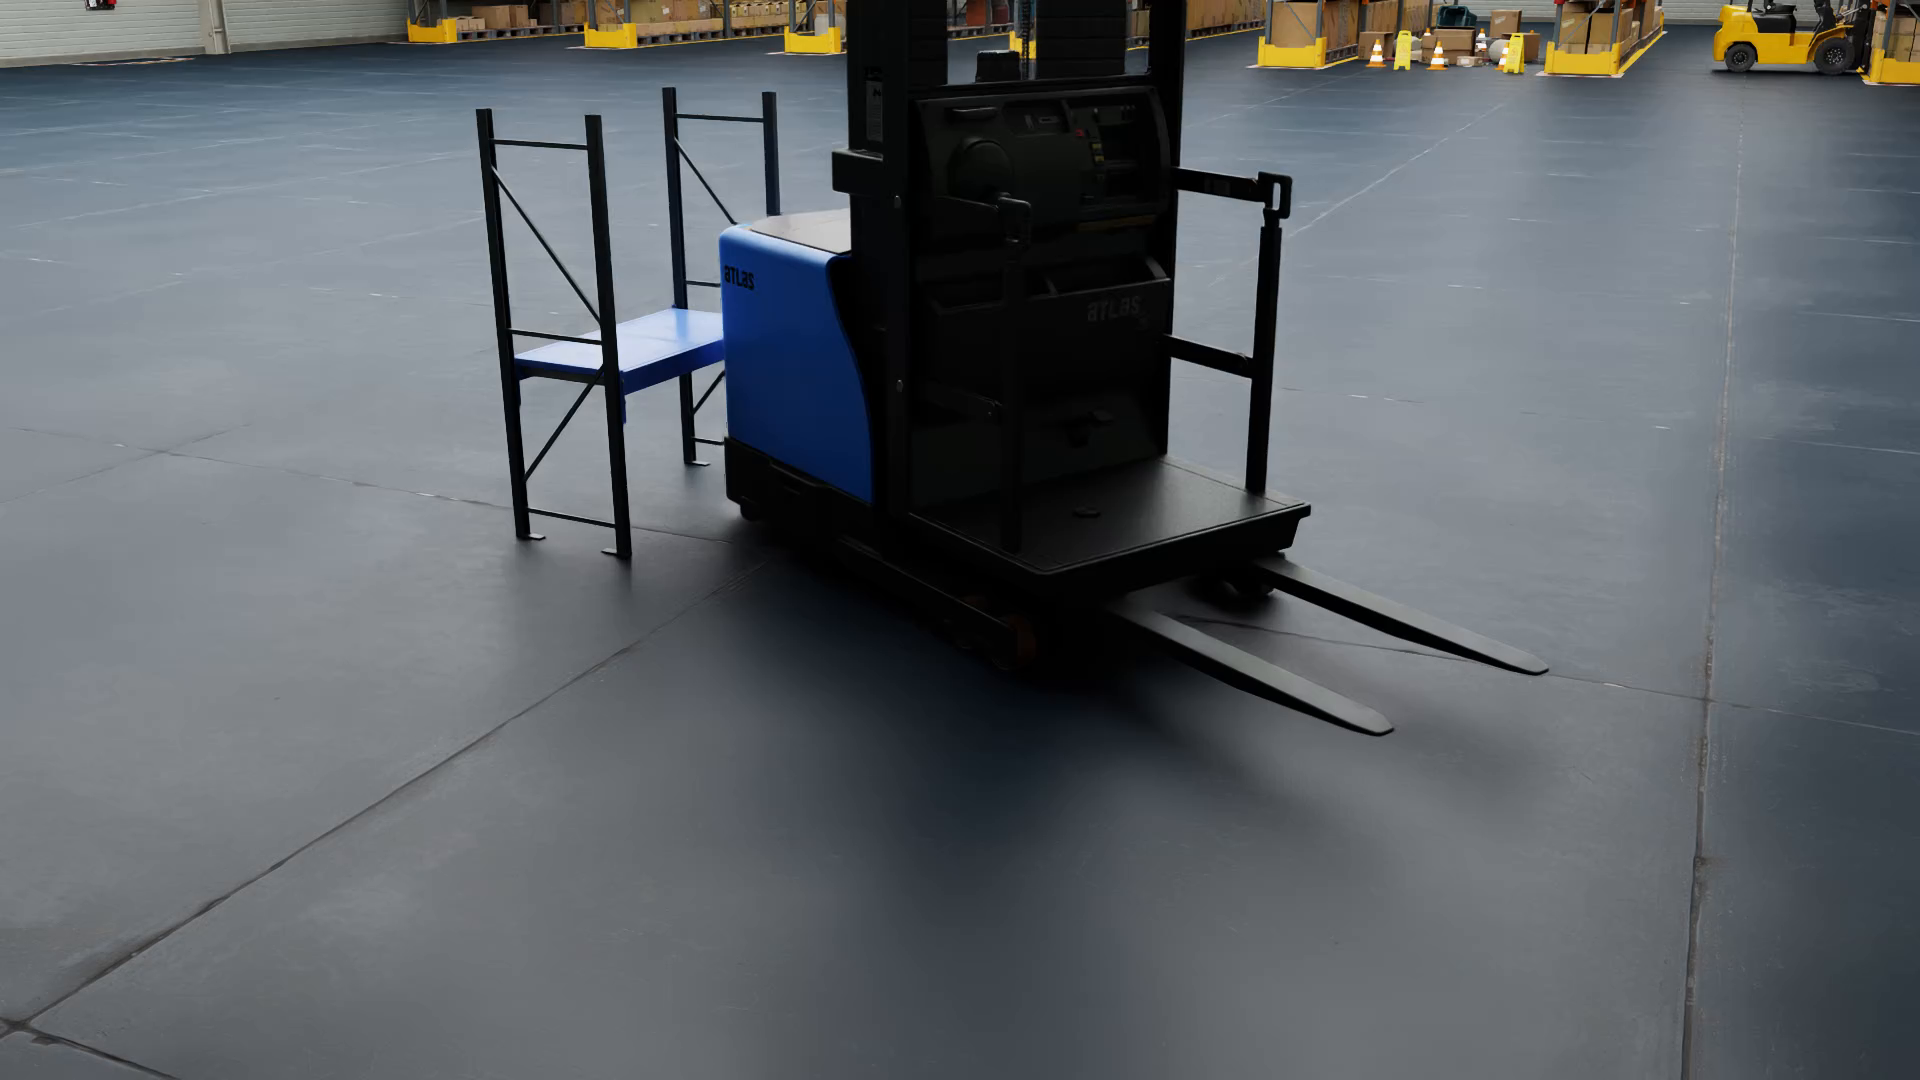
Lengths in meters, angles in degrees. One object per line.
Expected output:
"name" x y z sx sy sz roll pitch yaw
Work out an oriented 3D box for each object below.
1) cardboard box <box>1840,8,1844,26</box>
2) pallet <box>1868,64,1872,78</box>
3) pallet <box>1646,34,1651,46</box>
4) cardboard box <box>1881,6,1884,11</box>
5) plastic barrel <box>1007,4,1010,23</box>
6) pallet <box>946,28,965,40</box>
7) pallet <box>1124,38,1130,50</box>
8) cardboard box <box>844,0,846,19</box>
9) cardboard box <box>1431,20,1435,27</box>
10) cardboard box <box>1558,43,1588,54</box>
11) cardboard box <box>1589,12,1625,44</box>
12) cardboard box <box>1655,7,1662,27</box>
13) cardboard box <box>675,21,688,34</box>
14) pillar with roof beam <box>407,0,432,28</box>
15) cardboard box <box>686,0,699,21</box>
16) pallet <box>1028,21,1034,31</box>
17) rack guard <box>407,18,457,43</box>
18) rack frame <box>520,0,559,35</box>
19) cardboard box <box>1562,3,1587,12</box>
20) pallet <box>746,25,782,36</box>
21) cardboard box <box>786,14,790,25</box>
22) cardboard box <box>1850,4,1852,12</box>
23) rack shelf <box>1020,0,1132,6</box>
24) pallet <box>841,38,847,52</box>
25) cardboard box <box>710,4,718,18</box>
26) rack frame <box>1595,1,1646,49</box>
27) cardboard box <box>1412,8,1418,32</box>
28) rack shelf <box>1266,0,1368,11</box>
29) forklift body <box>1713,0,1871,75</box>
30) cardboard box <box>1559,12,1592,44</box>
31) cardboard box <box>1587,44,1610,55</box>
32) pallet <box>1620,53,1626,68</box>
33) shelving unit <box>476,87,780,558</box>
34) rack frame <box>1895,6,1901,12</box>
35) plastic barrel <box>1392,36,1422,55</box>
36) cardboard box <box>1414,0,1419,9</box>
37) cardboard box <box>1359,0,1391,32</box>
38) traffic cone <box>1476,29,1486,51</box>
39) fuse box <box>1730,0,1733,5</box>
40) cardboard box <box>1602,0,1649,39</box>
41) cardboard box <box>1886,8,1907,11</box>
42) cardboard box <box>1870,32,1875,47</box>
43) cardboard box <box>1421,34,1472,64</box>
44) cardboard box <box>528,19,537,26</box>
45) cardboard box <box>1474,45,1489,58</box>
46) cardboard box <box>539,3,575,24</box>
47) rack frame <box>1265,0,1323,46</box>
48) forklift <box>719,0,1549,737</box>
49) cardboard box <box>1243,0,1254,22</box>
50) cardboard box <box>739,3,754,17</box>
"cardboard box" 20.607 -12.004 38.349 0.500 0.500 0.500 9 21 24
"pallet" 15.360 -7.596 27.013 1.003 0.211 1.213 9 21 23
"pallet" 14.723 -11.084 36.822 1.003 0.211 1.213 9 21 23
"cardboard box" 19.674 -11.197 35.113 0.380 0.149 0.250 9 22 24
"plastic barrel" 1.068 -13.543 42.659 0.421 0.512 0.421 0 20 0
"pallet" -0.582 -11.918 39.167 1.003 0.211 1.213 9 21 23
"pallet" 2.909 -10.409 34.922 1.003 0.211 1.213 9 21 23
"cardboard box" -3.171 -14.119 44.268 0.500 0.500 0.500 8 21 21
"cardboard box" 11.354 -12.589 40.518 0.380 0.149 0.250 8 21 20
"cardboard box" 10.650 -8.544 28.994 0.500 0.250 0.500 8 21 22
"cardboard box" 11.147 -8.822 28.656 0.500 0.500 0.500 8 21 21
"cardboard box" 16.561 -12.736 40.501 0.875 0.438 0.875 9 22 24
"cardboard box" -6.484 -11.565 37.487 0.500 0.250 0.500 9 21 23
"pillar with roof beam" -8.618 -15.318 35.610 9.100 9.000 0.400 9 21 23
"cardboard box" -6.291 -12.073 37.797 0.500 0.500 0.500 9 21 23
"pallet" 1.555 -13.514 43.654 1.003 0.211 1.213 9 21 23
"rack guard" -12.012 -11.595 37.825 1.175 0.500 0.348 9 21 23
"rack frame" -10.405 -13.972 40.779 1.000 3.000 0.127 9 21 23
"cardboard box" 10.734 -9.314 29.071 0.380 0.149 0.250 9 22 24
"pallet" -5.120 -12.584 41.039 1.003 0.211 1.213 9 21 23
"cardboard box" -4.447 -13.066 41.709 0.500 0.250 0.500 8 21 22
"cardboard box" 19.609 -11.591 36.221 0.380 0.149 0.250 10 22 25
"rack shelf" 2.333 -10.983 33.447 1.077 0.370 4.000 9 21 23
"pallet" -2.679 -10.353 34.766 1.003 0.211 1.213 9 21 23
"cardboard box" -5.980 -12.623 39.626 0.500 0.311 0.500 9 21 23
"rack frame" 13.831 -11.796 34.661 1.000 3.000 0.127 9 21 23
"cardboard box" 10.204 -11.957 38.218 0.500 0.500 0.500 8 21 21
"rack shelf" 6.817 -10.271 31.447 1.077 0.370 4.000 9 21 23
"forklift body" 14.197 -9.101 28.348 2.313 2.155 1.214 9 21 23
"cardboard box" 10.645 -8.887 28.838 0.500 0.500 0.500 9 21 23
"cardboard box" 11.137 -8.461 28.761 0.500 0.250 0.500 8 21 22
"pallet" 11.452 -8.675 30.046 1.003 0.211 1.213 9 21 23
"shelving unit" -1.144 -0.840 6.091 0.538 1.500 1.048 10 22 26
"rack frame" 16.723 -9.893 29.311 1.000 3.000 0.127 9 21 23
"plastic barrel" 8.570 -9.450 31.910 0.421 0.421 0.512 -9 22 -24
"cardboard box" 10.199 -12.300 38.062 0.500 0.250 0.500 9 21 23
"cardboard box" 8.587 -11.141 35.549 1.050 0.750 0.750 9 21 24
"traffic cone" 10.630 -10.175 33.889 0.336 0.463 0.334 9 21 23
"fuse box" 21.251 -15.029 45.673 0.539 1.711 0.414 9 21 23
"cardboard box" 14.189 -11.192 35.508 0.875 0.875 0.875 8 21 22
"cardboard box" 19.021 -10.723 33.779 0.380 0.149 0.250 9 21 23
"cardboard box" 15.406 -8.313 27.597 0.500 0.250 0.500 8 21 21
"cardboard box" 8.964 -9.058 30.689 0.797 0.503 0.637 -5 20 -15
"cardboard box" -10.597 -12.677 40.709 0.380 0.166 0.250 6 20 16
"cardboard box" 9.901 -9.330 31.808 0.258 0.266 0.396 -5 20 -15
"cardboard box" -10.119 -13.229 41.764 0.700 0.500 0.500 9 22 25
"rack frame" 5.998 -9.999 29.607 1.000 3.000 0.127 9 21 23
"forklift" 0.394 -1.180 4.914 1.130 2.935 3.031 -14 24 -33
"cardboard box" 7.140 -14.041 43.518 0.875 0.875 0.875 9 21 23
"cardboard box" -5.278 -12.704 39.855 0.500 0.311 0.500 8 21 22
